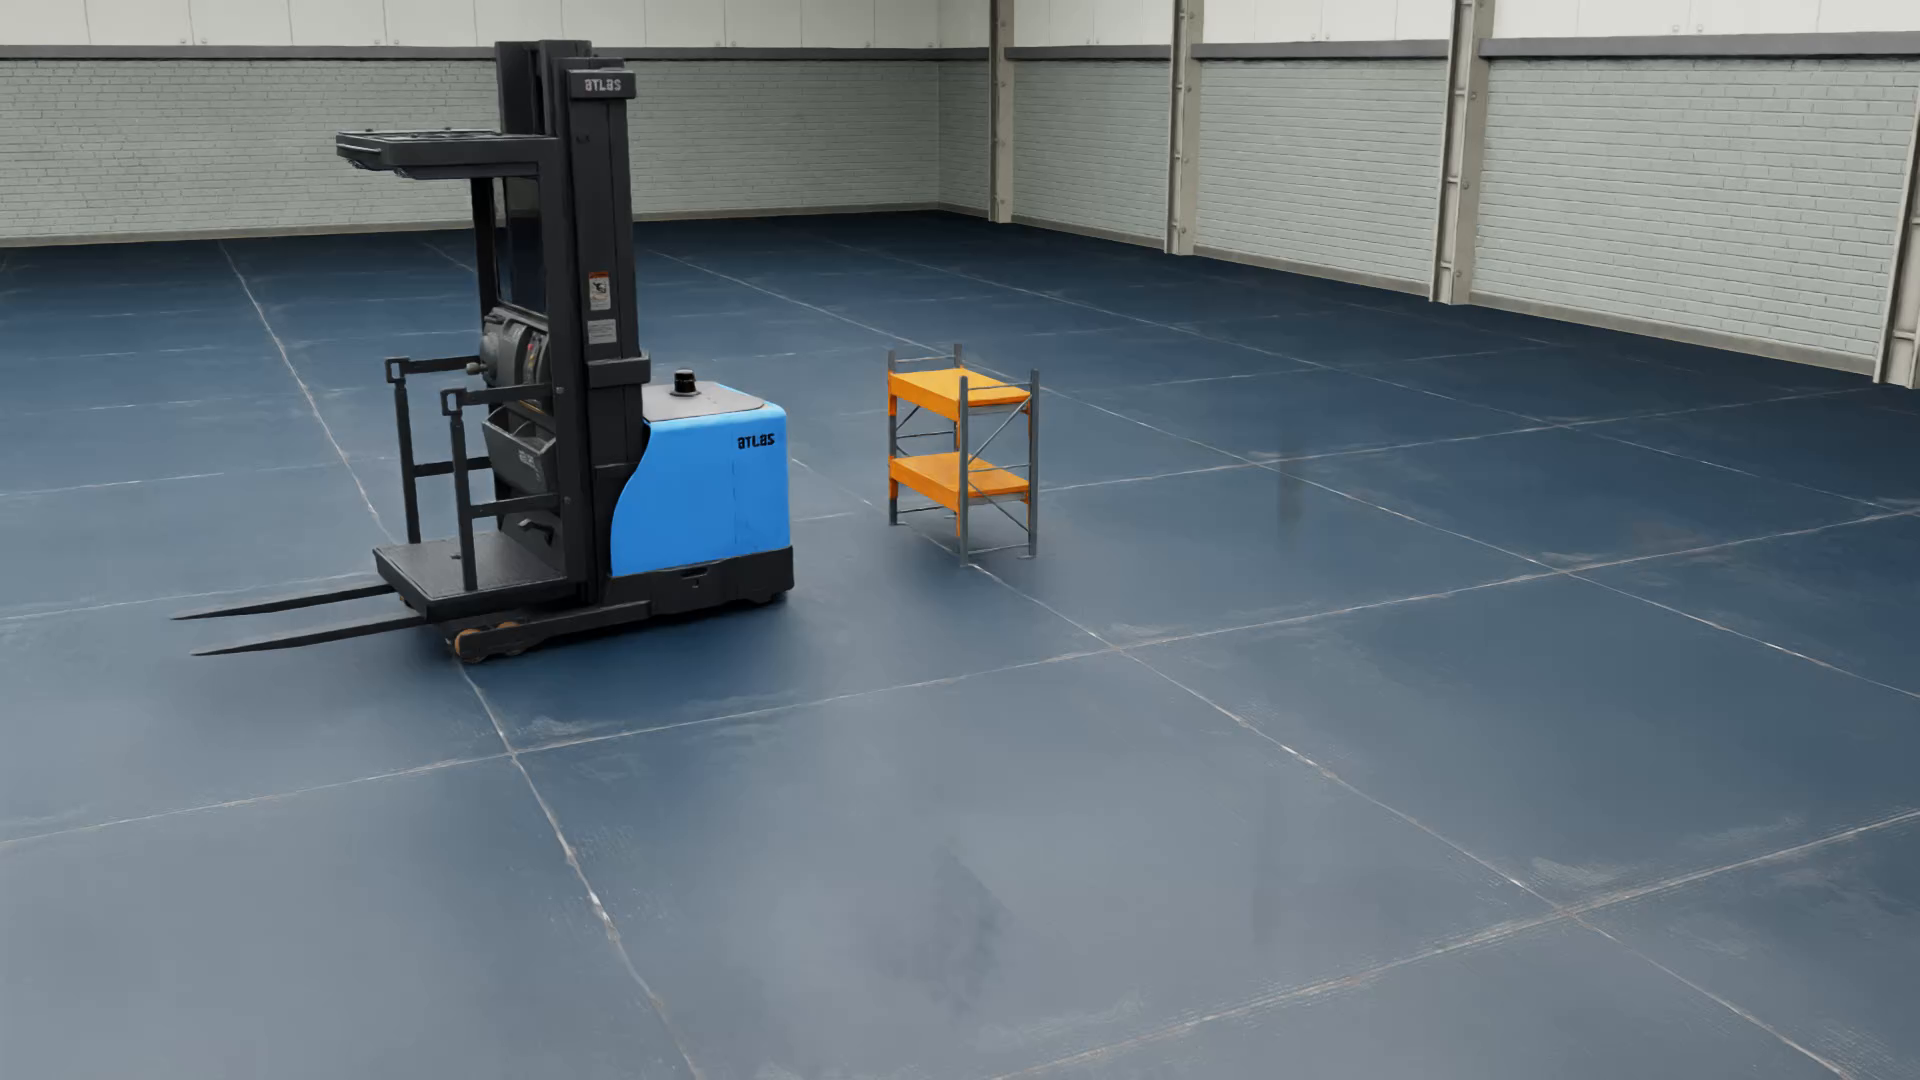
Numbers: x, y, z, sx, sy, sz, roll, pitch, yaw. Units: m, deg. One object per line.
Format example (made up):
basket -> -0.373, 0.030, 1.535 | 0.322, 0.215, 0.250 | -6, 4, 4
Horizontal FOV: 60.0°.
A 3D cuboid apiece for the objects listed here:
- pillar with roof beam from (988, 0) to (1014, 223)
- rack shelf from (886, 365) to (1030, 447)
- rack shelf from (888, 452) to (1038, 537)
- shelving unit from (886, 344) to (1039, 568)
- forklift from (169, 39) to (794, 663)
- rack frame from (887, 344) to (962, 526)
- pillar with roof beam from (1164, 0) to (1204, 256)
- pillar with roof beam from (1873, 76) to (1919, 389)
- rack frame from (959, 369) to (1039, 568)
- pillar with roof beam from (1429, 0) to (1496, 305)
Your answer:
pillar with roof beam -> -3.121, -9.695, 27.720 | 9.100, 9.000, 0.400 | -8, 18, -25
rack shelf -> 0.003, -0.820, 10.009 | 0.538, 0.278, 1.000 | -8, 18, -25
rack shelf -> 0.003, -0.304, 10.157 | 0.538, 0.278, 1.000 | -8, 18, -25
shelving unit -> 0.003, -0.539, 10.090 | 0.538, 1.125, 1.048 | -8, 18, -25
forklift -> -2.426, -0.972, 8.324 | 3.031, 2.935, 1.130 | -10, 19, -31
rack frame -> -0.220, -0.665, 10.529 | 0.500, 1.125, 0.032 | -8, 18, -25
pillar with roof beam -> -0.493, -8.207, 22.536 | 9.100, 9.000, 0.400 | -8, 18, -25
pillar with roof beam -> 4.764, -5.232, 12.167 | 9.100, 9.000, 0.400 | -8, 18, -25
rack frame -> 0.226, -0.413, 9.650 | 0.500, 1.125, 0.032 | -8, 18, -25
pillar with roof beam -> 2.136, -6.719, 17.352 | 9.100, 9.000, 0.400 | -8, 18, -25
